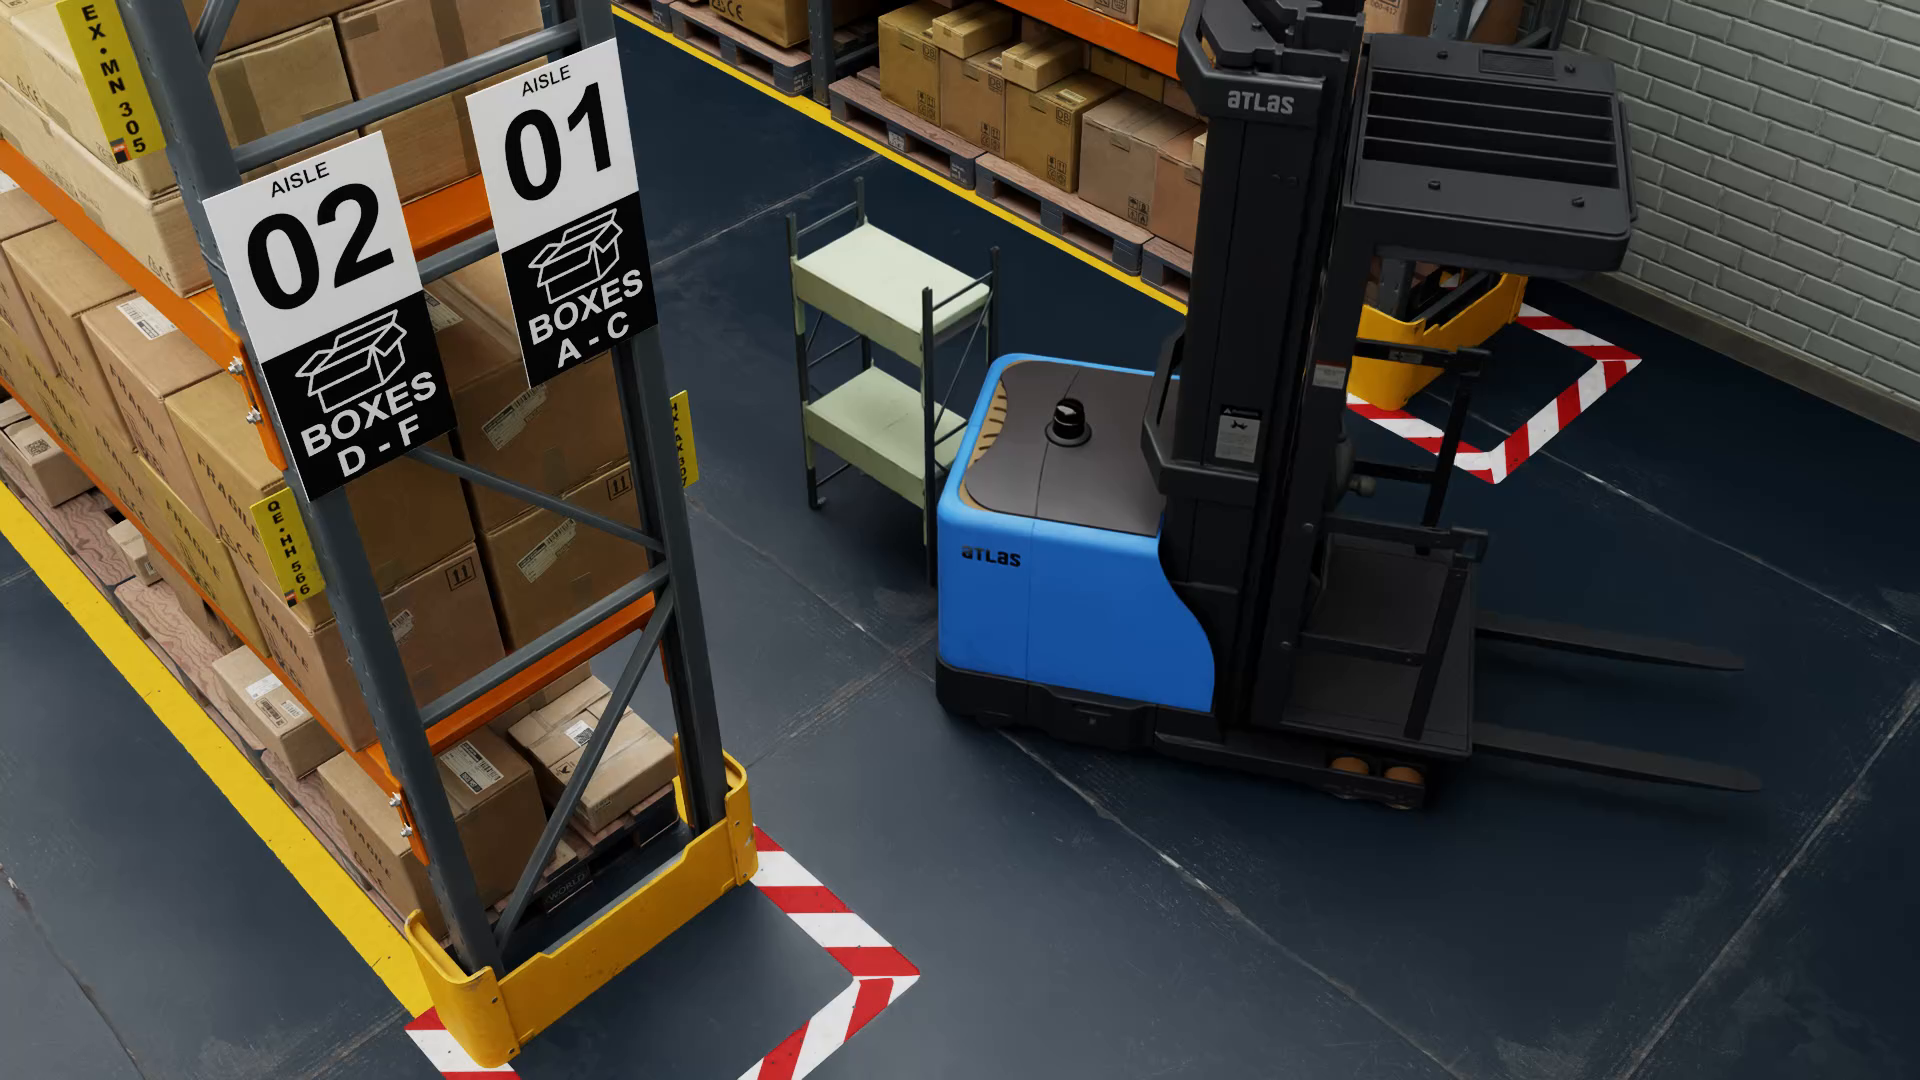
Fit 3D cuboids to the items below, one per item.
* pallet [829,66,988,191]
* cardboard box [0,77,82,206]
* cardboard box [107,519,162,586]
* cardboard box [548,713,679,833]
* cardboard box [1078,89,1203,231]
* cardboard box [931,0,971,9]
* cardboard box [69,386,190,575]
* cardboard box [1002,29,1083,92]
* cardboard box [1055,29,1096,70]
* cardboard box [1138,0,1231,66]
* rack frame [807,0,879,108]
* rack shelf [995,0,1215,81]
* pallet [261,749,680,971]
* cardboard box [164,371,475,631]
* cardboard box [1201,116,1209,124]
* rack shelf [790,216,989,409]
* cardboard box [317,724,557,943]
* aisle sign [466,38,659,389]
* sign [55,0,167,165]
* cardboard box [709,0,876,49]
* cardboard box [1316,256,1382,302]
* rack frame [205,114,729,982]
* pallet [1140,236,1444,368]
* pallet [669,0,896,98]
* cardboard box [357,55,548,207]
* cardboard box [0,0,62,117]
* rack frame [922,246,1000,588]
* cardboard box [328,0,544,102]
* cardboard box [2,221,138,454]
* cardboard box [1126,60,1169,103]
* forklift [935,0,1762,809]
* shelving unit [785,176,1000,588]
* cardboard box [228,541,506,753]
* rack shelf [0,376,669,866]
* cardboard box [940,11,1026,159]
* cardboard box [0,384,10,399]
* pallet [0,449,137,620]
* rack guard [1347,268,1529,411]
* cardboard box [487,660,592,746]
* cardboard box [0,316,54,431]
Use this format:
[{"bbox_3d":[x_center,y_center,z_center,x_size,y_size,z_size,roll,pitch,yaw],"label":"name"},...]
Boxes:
[{"bbox_3d":[-0.017,-2.565,9.871,1.003,0.211,1.213,-34,53,-31],"label":"pallet"},{"bbox_3d":[-2.073,-1.107,4.138,0.500,0.250,0.500,-34,53,-31],"label":"cardboard box"},{"bbox_3d":[-3.242,-0.021,6.826,0.380,0.166,0.250,-34,53,-31],"label":"cardboard box"},{"bbox_3d":[-1.231,0.825,5.923,0.380,0.149,0.250,-34,53,-31],"label":"cardboard box"},{"bbox_3d":[1.052,-2.077,8.820,0.500,0.500,0.700,32,52,30],"label":"cardboard box"},{"bbox_3d":[-0.005,-3.223,9.582,0.250,0.149,0.380,34,52,31],"label":"cardboard box"},{"bbox_3d":[-2.405,-0.306,5.297,0.500,0.500,0.500,-34,52,-31],"label":"cardboard box"},{"bbox_3d":[0.438,-2.556,8.860,0.250,0.149,0.380,33,52,30],"label":"cardboard box"},{"bbox_3d":[0.733,-2.723,9.041,0.380,0.149,0.250,-34,52,-31],"label":"cardboard box"},{"bbox_3d":[1.437,-2.765,7.811,0.700,0.700,0.980,34,52,31],"label":"cardboard box"},{"bbox_3d":[-0.499,-3.992,9.360,1.000,3.000,0.127,-34,53,-31],"label":"rack frame"},{"bbox_3d":[0.914,-2.767,8.564,1.077,0.370,4.000,-34,53,-31],"label":"rack shelf"},{"bbox_3d":[-1.796,0.911,6.109,1.003,0.211,1.213,-34,53,-31],"label":"pallet"},{"bbox_3d":[-1.688,-0.180,4.425,0.500,0.500,0.500,34,52,31],"label":"cardboard box"},{"bbox_3d":[1.456,-2.232,8.510,0.380,0.149,0.250,-34,52,-31],"label":"cardboard box"},{"bbox_3d":[-0.261,-0.906,6.551,0.720,0.370,0.431,33,52,30],"label":"rack shelf"},{"bbox_3d":[-1.737,0.919,5.563,0.500,0.500,0.500,-34,53,-31],"label":"cardboard box"},{"bbox_3d":[-0.922,-0.757,3.944,0.394,0.787,0.004,-34,53,-31],"label":"aisle sign"},{"bbox_3d":[-1.586,-0.865,3.113,0.100,0.325,0.005,-34,53,-31],"label":"sign"},{"bbox_3d":[-1.050,-3.607,10.218,0.750,0.750,0.750,-33,52,-31],"label":"cardboard box"},{"bbox_3d":[1.761,-1.595,8.298,0.700,0.500,0.500,-34,53,-31],"label":"cardboard box"},{"bbox_3d":[-1.178,0.306,4.709,1.000,3.000,0.127,-34,53,-31],"label":"rack frame"},{"bbox_3d":[1.706,-1.393,8.602,1.003,0.211,1.213,-34,53,-31],"label":"pallet"},{"bbox_3d":[-1.097,-3.303,10.669,1.003,0.211,1.213,-34,53,-31],"label":"pallet"},{"bbox_3d":[-1.361,-1.110,4.141,0.500,0.250,0.500,-34,53,-31],"label":"cardboard box"},{"bbox_3d":[-2.075,-1.289,3.967,0.500,0.250,0.500,-34,53,-31],"label":"cardboard box"},{"bbox_3d":[0.006,-0.450,6.631,0.023,1.500,0.400,33,52,30],"label":"rack frame"},{"bbox_3d":[-1.357,-1.296,3.974,0.500,0.250,0.500,-34,53,-31],"label":"cardboard box"},{"bbox_3d":[-2.414,-0.670,4.954,0.500,0.500,0.500,-33,52,-30],"label":"cardboard box"},{"bbox_3d":[1.094,-2.477,8.775,0.380,0.149,0.250,-34,52,-31],"label":"cardboard box"},{"bbox_3d":[1.479,-0.478,5.608,3.031,2.935,1.130,9,44,10],"label":"forklift"},{"bbox_3d":[-0.261,-0.620,6.816,0.755,1.500,0.431,33,52,30],"label":"shelving unit"},{"bbox_3d":[-1.687,0.184,4.767,0.500,0.500,0.500,-32,52,-30],"label":"cardboard box"},{"bbox_3d":[-2.591,-0.391,5.993,1.077,0.370,4.000,-34,53,-31],"label":"rack shelf"},{"bbox_3d":[0.309,-2.577,9.361,0.500,0.500,0.700,34,52,31],"label":"cardboard box"},{"bbox_3d":[-4.555,-0.960,7.596,0.500,0.500,0.500,34,52,31],"label":"cardboard box"},{"bbox_3d":[-3.519,-0.262,7.378,1.003,0.211,1.213,-34,53,-31],"label":"pallet"},{"bbox_3d":[2.343,-1.141,8.116,1.175,0.500,0.348,-34,53,-31],"label":"rack guard"},{"bbox_3d":[-1.715,0.516,6.183,0.500,0.250,0.500,-34,53,-31],"label":"cardboard box"},{"bbox_3d":[-3.121,-0.792,5.823,0.500,0.500,0.500,34,52,31],"label":"cardboard box"}]
